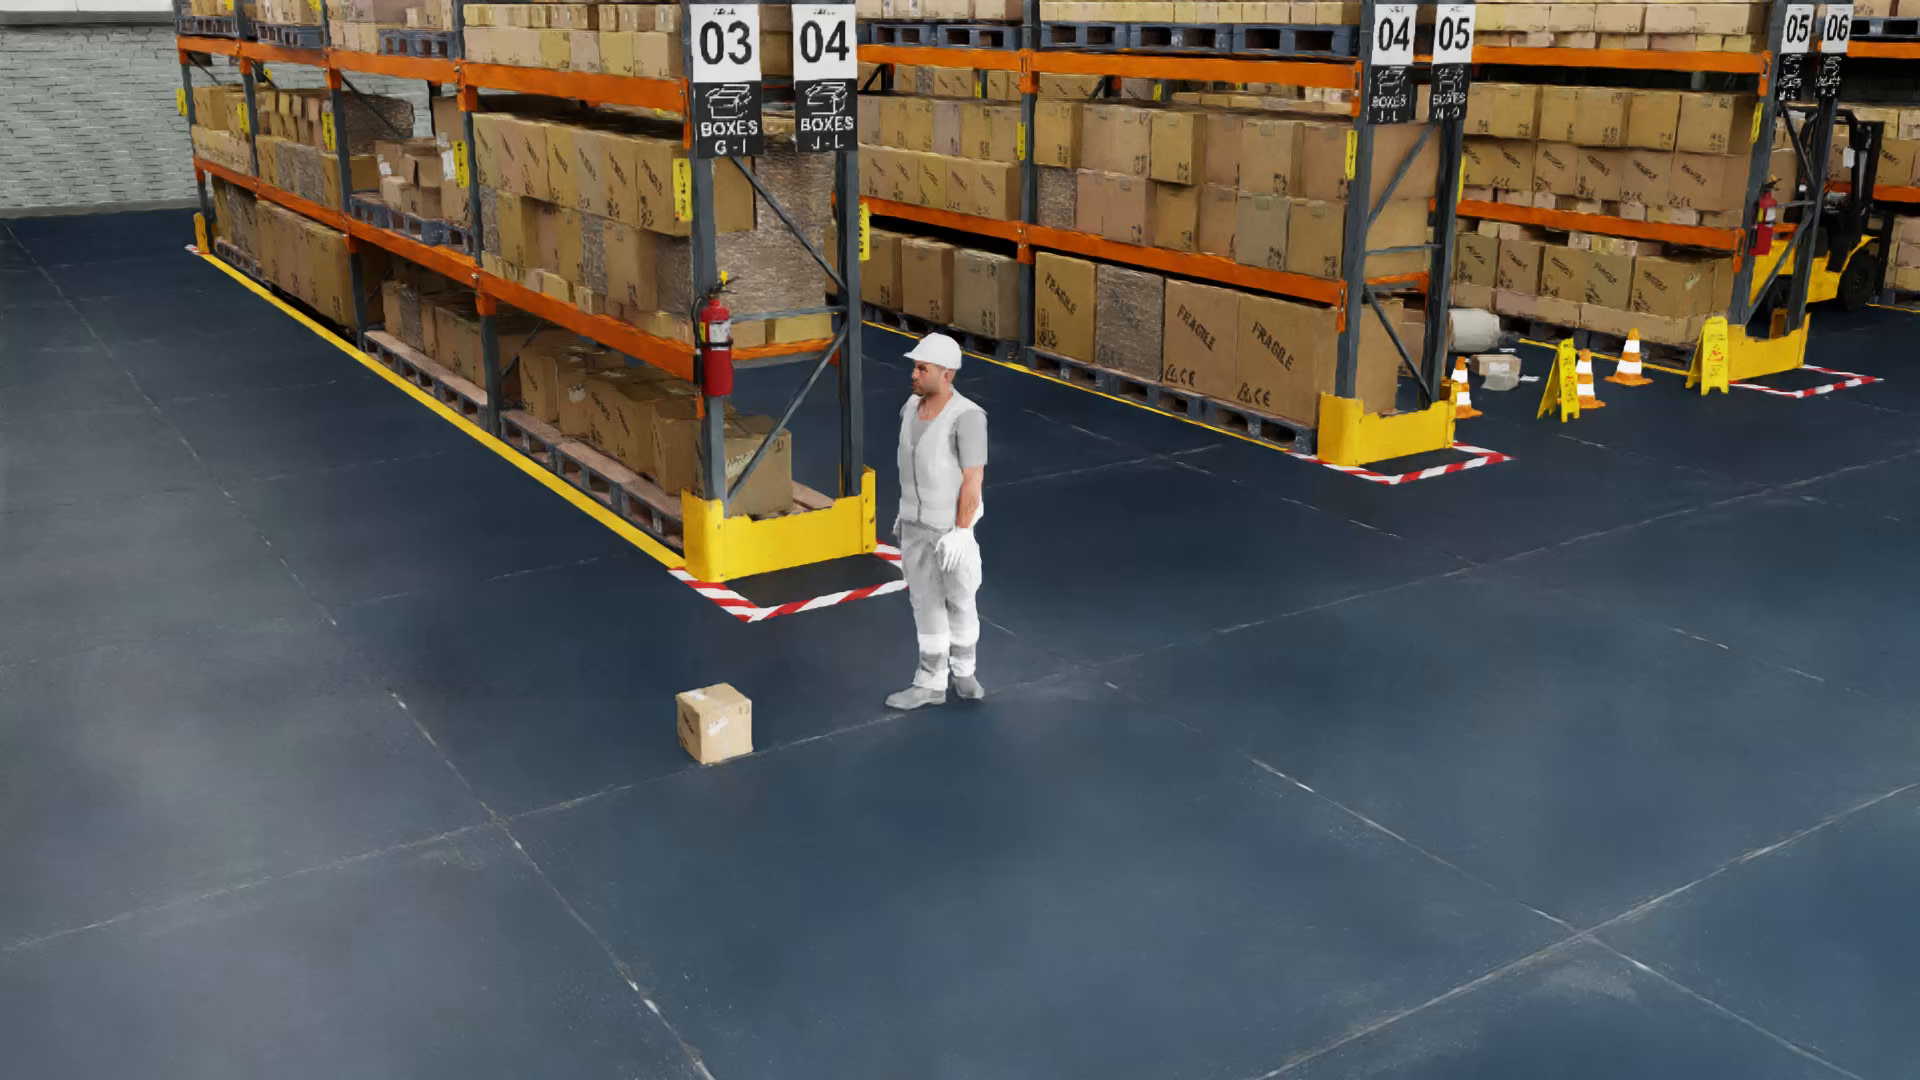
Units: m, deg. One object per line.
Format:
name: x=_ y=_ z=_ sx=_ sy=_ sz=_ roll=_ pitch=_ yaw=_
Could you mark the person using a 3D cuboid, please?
person: x=-0.083 y=-0.076 z=7.711 sx=0.546 sy=1.792 sz=0.480 roll=14 pitch=22 yaw=36
